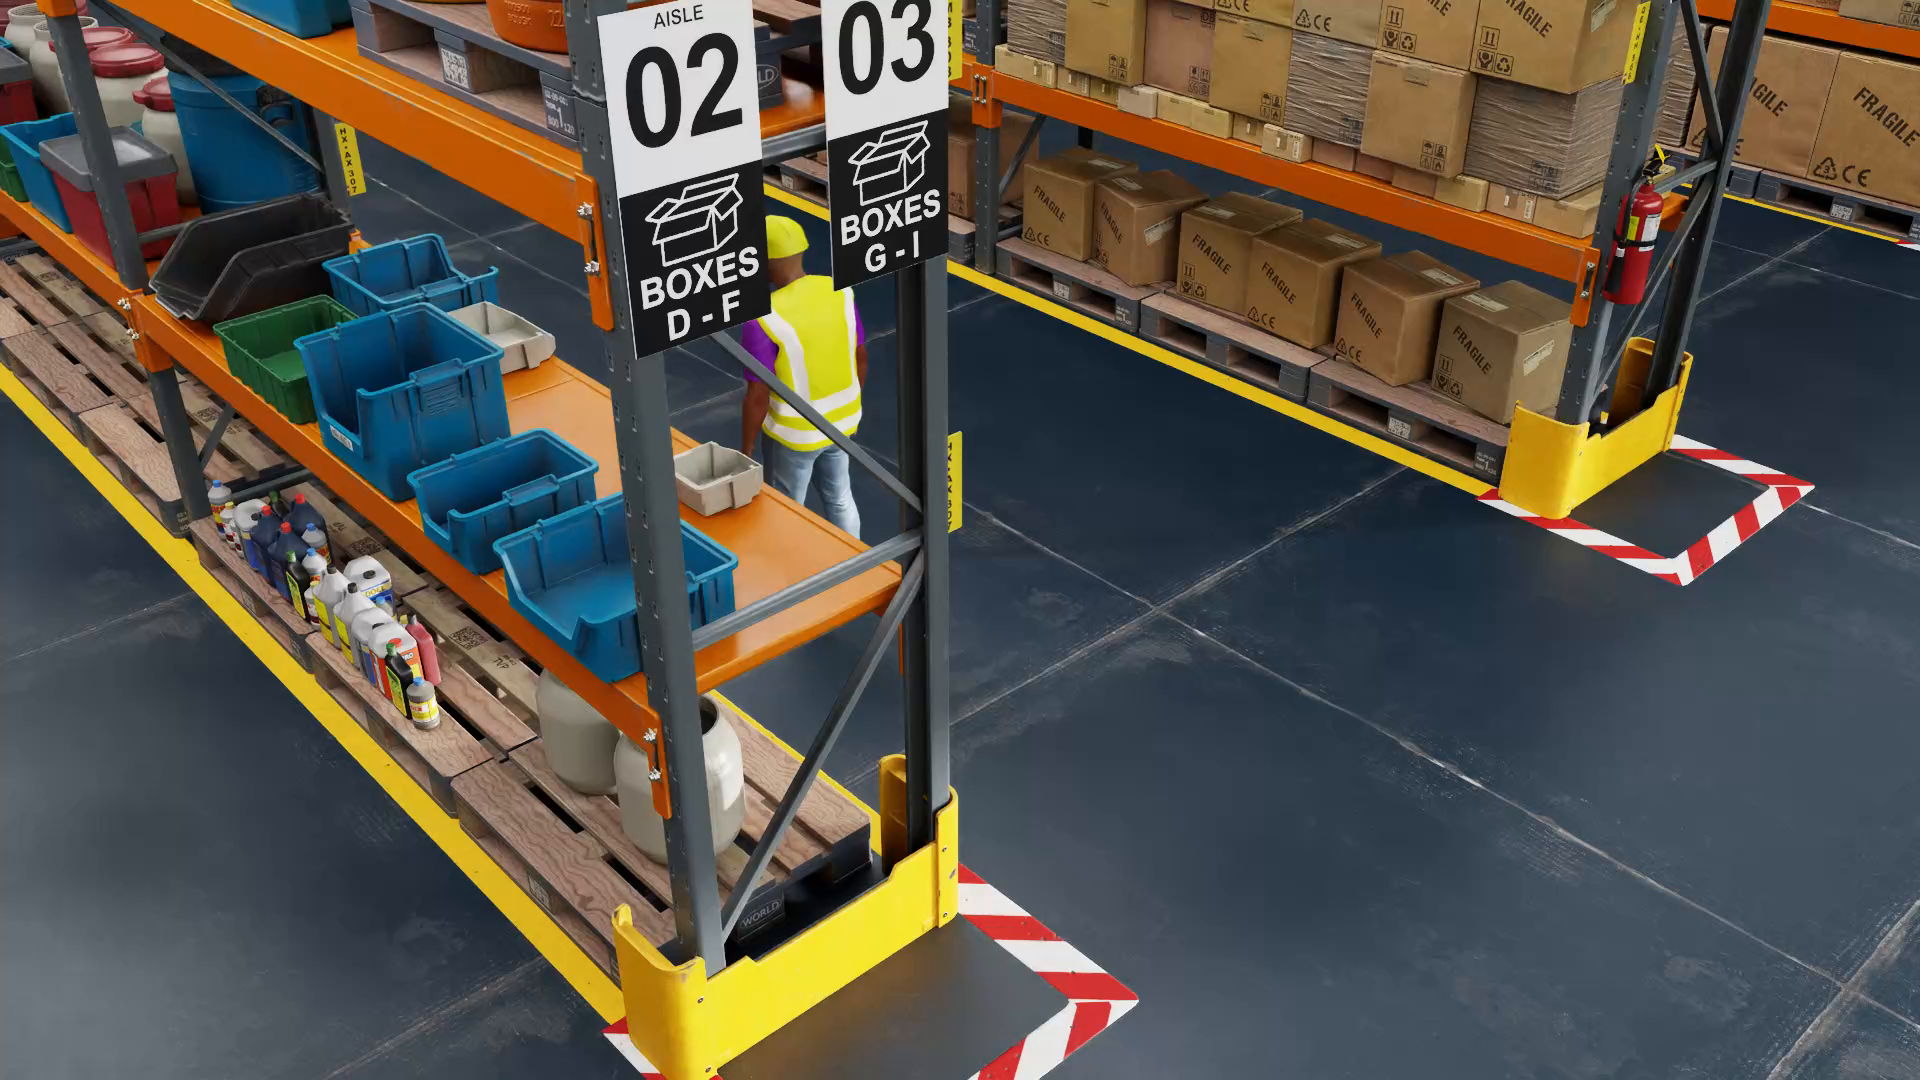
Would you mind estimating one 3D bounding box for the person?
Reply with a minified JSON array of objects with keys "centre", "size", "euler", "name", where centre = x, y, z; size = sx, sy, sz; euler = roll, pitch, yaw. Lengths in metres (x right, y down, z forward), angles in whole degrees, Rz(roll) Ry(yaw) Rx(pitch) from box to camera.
[{"centre":[-0.654,-0.500,6.932],"size":[0.627,1.761,0.459],"euler":[-26,40,-36],"name":"person"}]
